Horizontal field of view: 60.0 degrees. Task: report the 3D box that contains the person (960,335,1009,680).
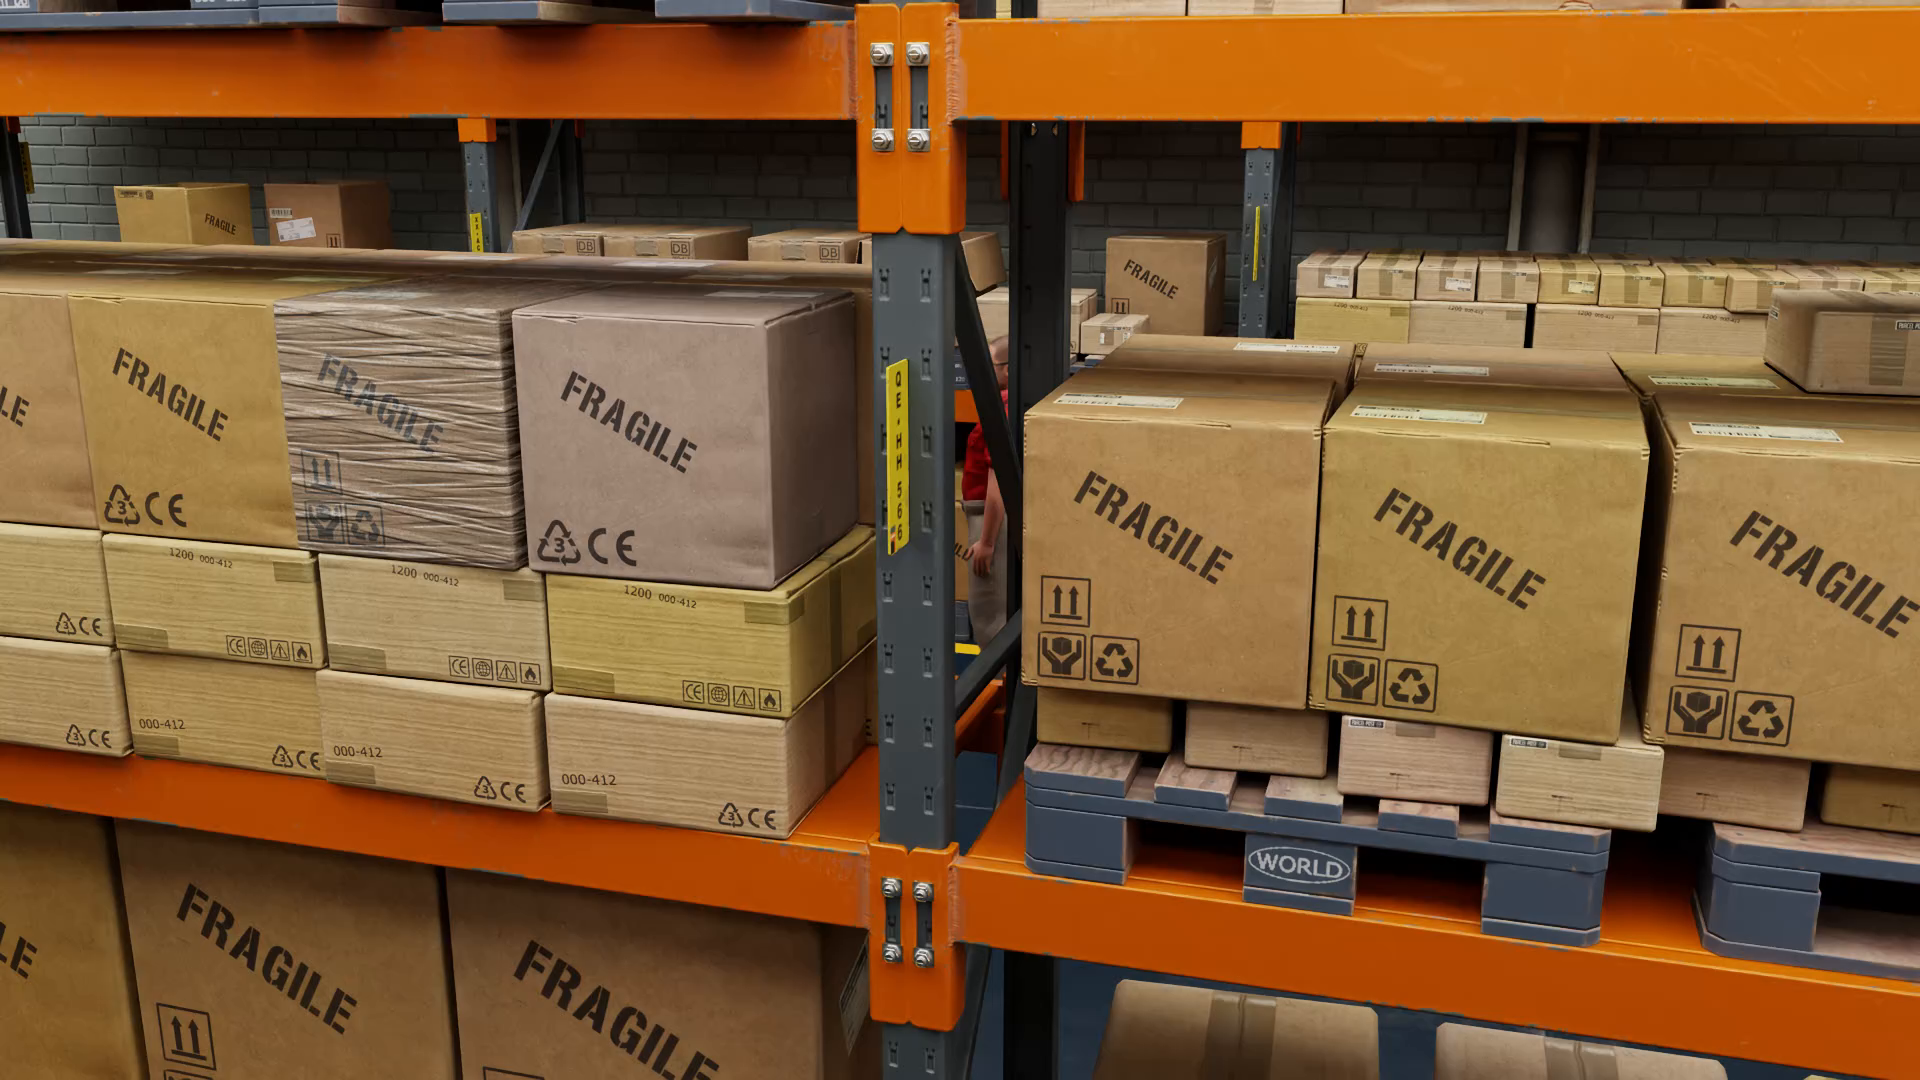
[{"bbox_3d":[0.176,-0.029,7.177,0.360,1.723,0.527,5,16,17],"label":"person"}]
